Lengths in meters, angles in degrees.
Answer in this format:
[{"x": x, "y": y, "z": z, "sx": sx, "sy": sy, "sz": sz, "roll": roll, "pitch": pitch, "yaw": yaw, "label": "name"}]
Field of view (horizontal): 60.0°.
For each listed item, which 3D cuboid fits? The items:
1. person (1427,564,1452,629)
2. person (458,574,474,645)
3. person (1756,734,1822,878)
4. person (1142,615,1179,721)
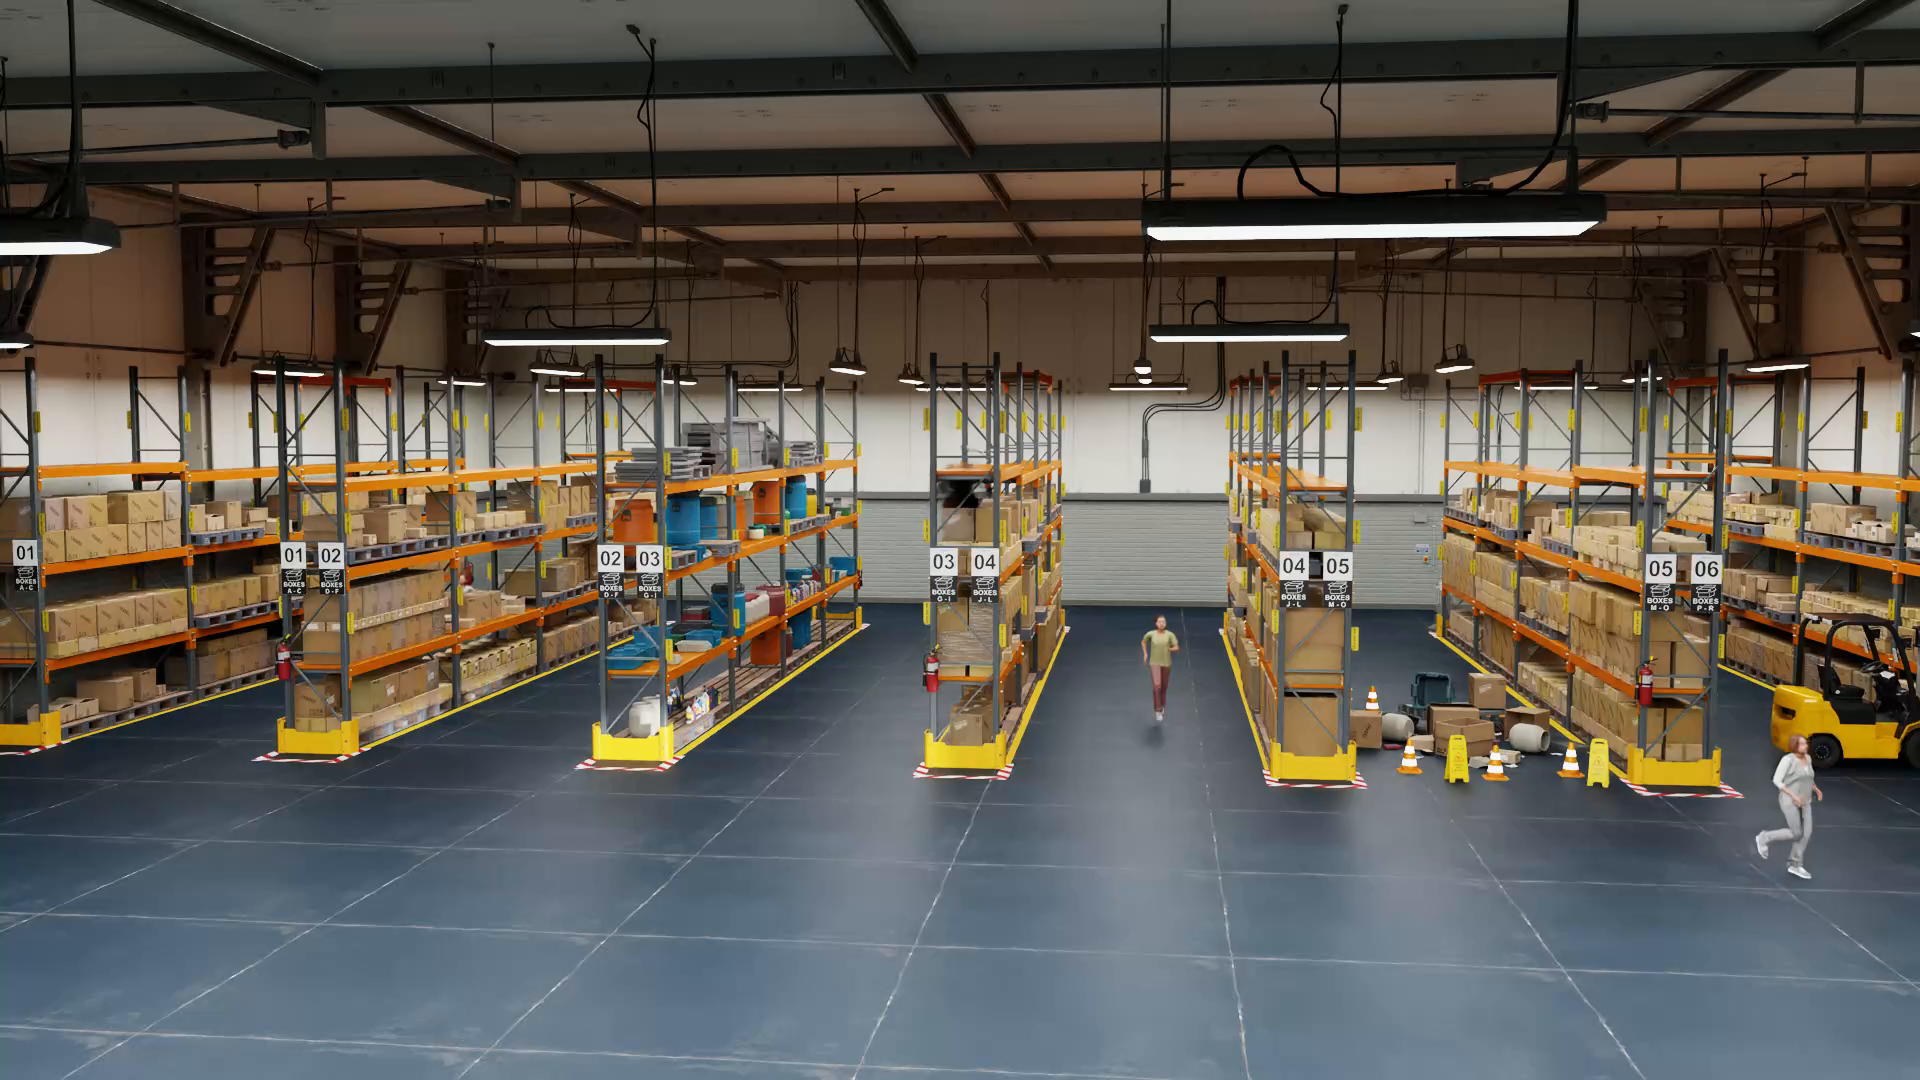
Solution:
[{"x": 11.701, "y": 1.350, "z": 39.985, "sx": 0.891, "sy": 1.697, "sz": 0.638, "roll": 1, "pitch": 4, "yaw": 16, "label": "person"}, {"x": -11.092, "y": 1.565, "z": 37.090, "sx": 0.568, "sy": 1.624, "sz": 0.707, "roll": 0, "pitch": 4, "yaw": -5, "label": "person"}, {"x": 9.247, "y": 2.925, "z": 18.509, "sx": 0.539, "sy": 1.579, "sz": 0.614, "roll": -2, "pitch": 4, "yaw": -25, "label": "person"}, {"x": 3.241, "y": 2.038, "z": 26.829, "sx": 0.568, "sy": 1.673, "sz": 0.924, "roll": 0, "pitch": 4, "yaw": -2, "label": "person"}]
